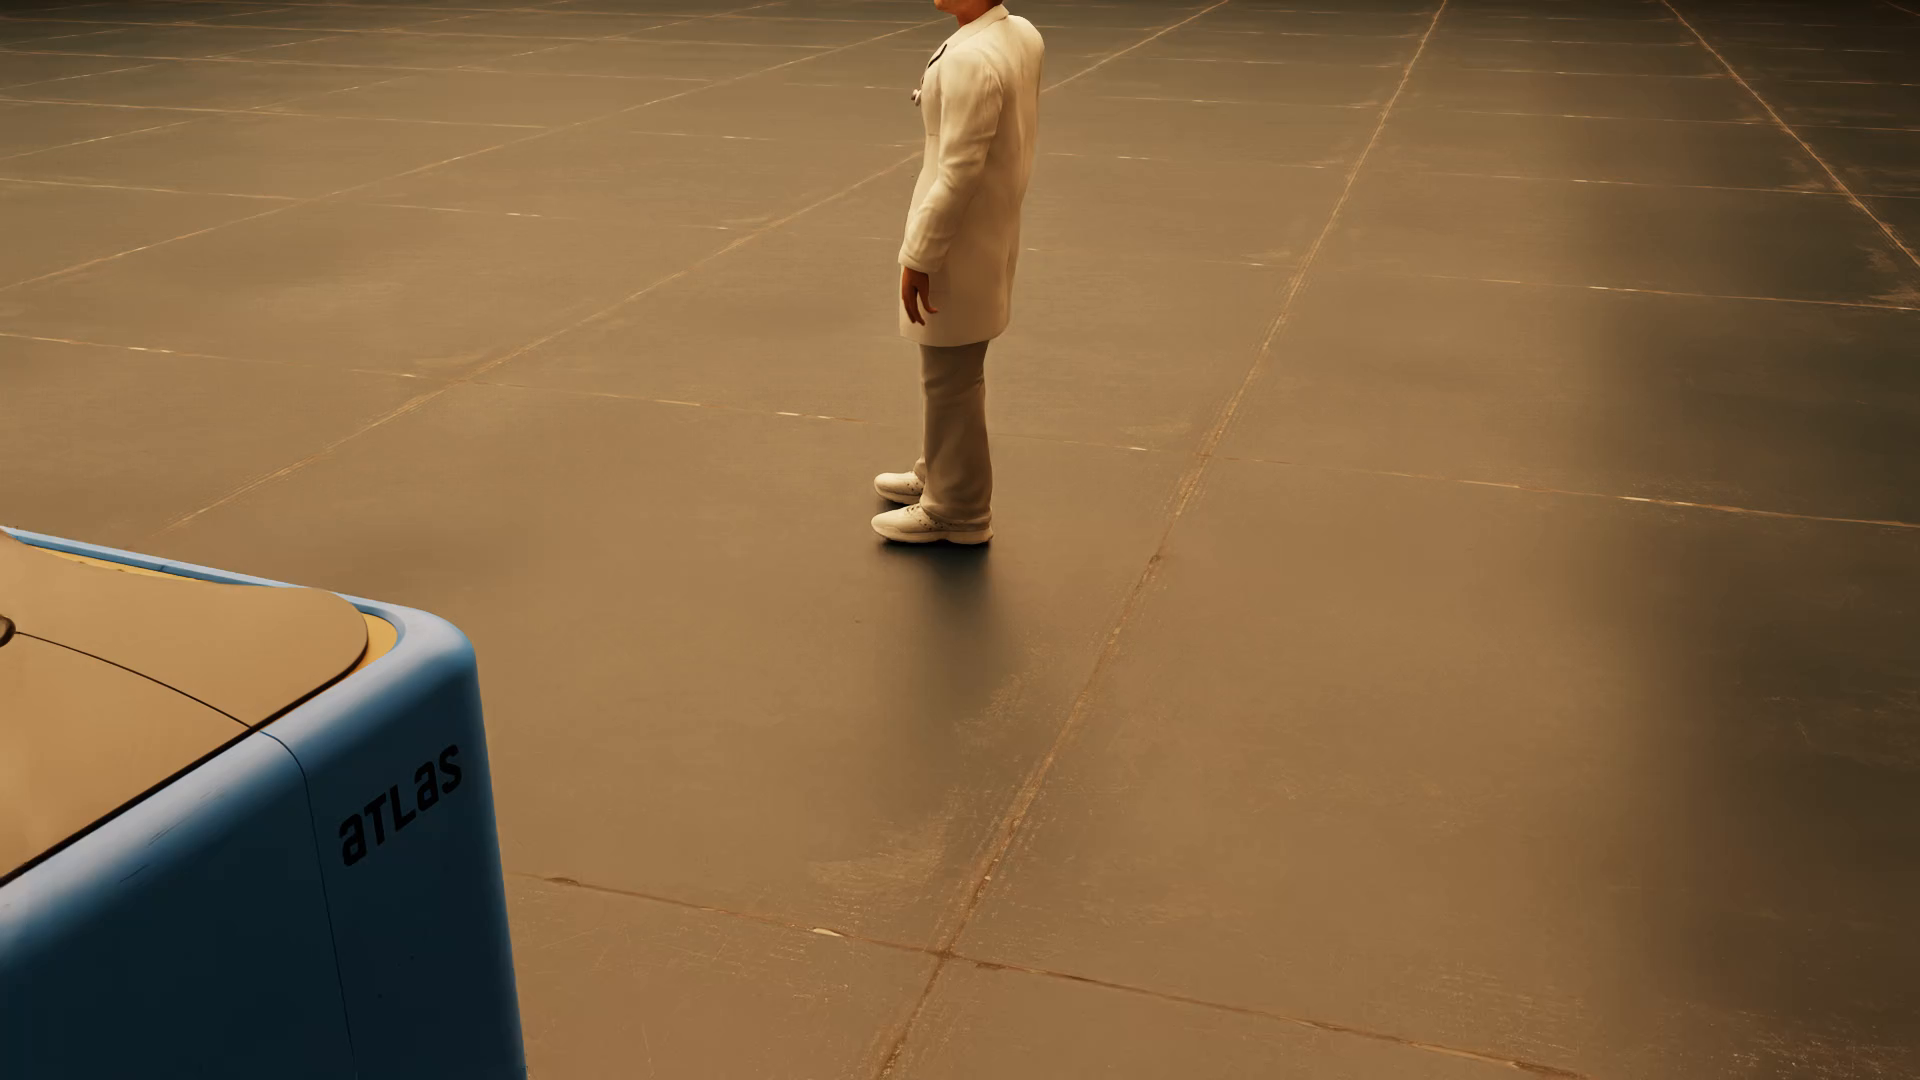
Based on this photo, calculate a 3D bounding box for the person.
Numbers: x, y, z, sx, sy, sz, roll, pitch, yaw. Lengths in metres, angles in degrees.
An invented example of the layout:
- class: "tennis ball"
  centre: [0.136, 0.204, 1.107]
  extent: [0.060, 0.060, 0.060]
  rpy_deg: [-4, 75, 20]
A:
- class: "person"
  centre: [-0.086, -0.840, 4.807]
  extent: [0.578, 1.778, 0.696]
  rpy_deg: [7, 23, 16]

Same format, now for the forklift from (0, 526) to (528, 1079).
- class: "forklift"
  centre: [-1.621, 0.182, 0.839]
  extent: [1.130, 2.935, 3.031]
  rpy_deg: [9, 24, 21]
